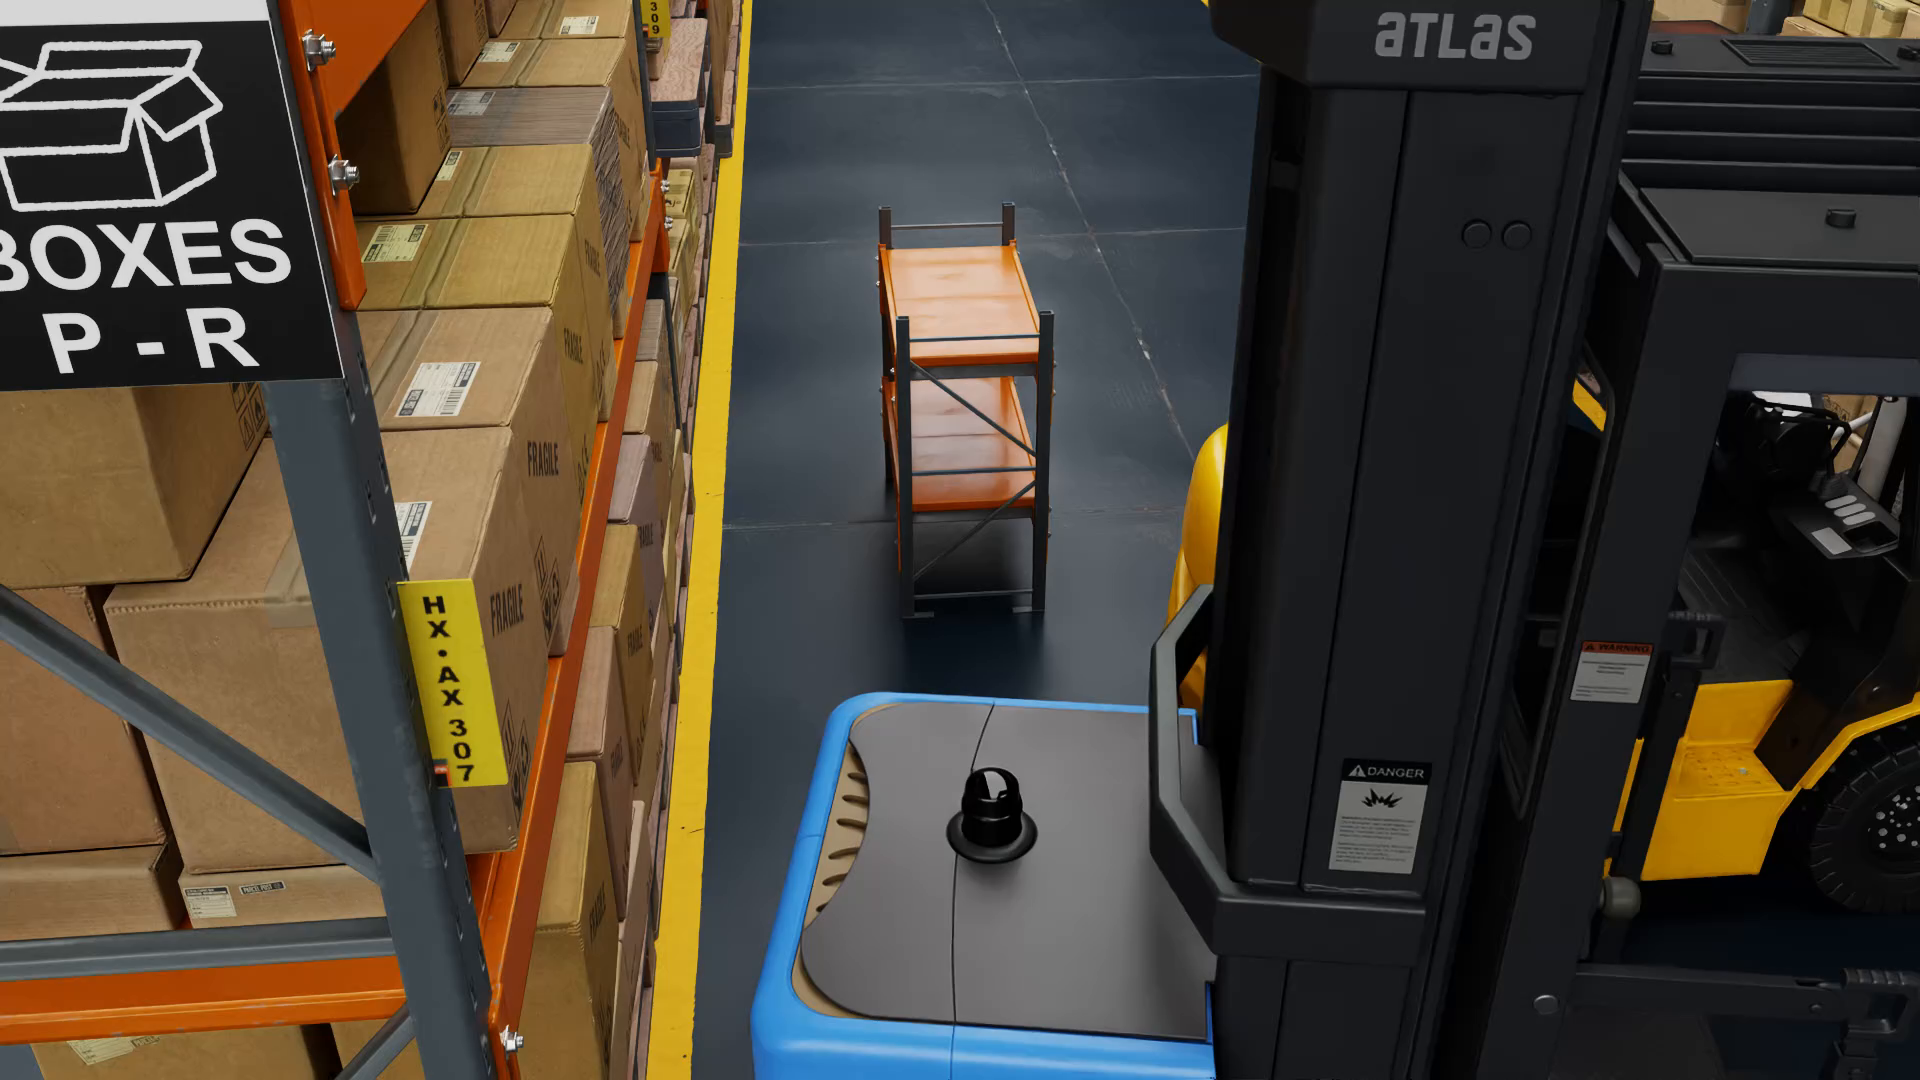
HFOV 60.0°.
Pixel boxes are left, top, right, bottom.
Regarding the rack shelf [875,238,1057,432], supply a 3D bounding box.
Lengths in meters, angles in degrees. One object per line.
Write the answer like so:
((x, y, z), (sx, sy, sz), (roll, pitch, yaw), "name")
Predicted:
((-0.001, -0.738, 5.817), (0.538, 0.278, 1.000), (-3, 31, -5), "rack shelf")

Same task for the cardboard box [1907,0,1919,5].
((3.234, -1.837, 5.380), (0.380, 0.149, 0.250), (-2, 31, -4), "cardboard box")

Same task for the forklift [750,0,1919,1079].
((1.171, 0.300, 2.889), (3.031, 2.935, 1.130), (3, 31, 4), "forklift")

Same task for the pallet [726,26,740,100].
((-2.057, -3.326, 11.612), (1.003, 0.211, 1.213), (-3, 31, -5), "pallet")

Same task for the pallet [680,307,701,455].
((-1.648, -0.654, 7.138), (1.003, 0.211, 1.213), (-3, 31, -5), "pallet")

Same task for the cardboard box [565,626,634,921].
((-1.056, 0.563, 3.922), (0.500, 0.500, 0.500), (-4, 31, -6), "cardboard box")

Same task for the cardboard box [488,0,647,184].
((-1.285, -1.409, 5.296), (0.500, 0.500, 0.500), (-4, 31, -6), "cardboard box")

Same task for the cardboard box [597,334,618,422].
((-1.088, -0.416, 4.266), (0.380, 0.149, 0.250), (-2, 31, -4), "cardboard box")

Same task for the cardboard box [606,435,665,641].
((-1.153, 0.034, 4.808), (0.500, 0.500, 0.500), (-1, 31, -2), "cardboard box")

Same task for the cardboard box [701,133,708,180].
((-1.905, -2.259, 9.259), (0.950, 0.372, 0.625), (-5, 31, -8), "cardboard box")

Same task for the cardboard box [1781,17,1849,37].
((3.149, -1.497, 5.733), (0.500, 0.500, 0.500), (-4, 31, -6), "cardboard box")

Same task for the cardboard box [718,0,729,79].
((-2.009, -3.576, 10.974), (0.875, 0.875, 0.875), (-2, 31, -4), "cardboard box")

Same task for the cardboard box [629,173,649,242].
((-1.210, -1.069, 5.359), (0.380, 0.149, 0.250), (-2, 31, -3), "cardboard box")

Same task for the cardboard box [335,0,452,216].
((-1.563, -1.037, 3.698), (0.700, 0.500, 0.500), (-3, 31, -5), "cardboard box")

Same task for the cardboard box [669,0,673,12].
((-1.379, -2.313, 6.400), (0.500, 0.500, 0.500), (-3, 31, -4), "cardboard box")

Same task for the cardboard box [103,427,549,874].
((-0.968, 0.163, 2.664), (0.500, 0.500, 0.500), (-3, 31, -5), "cardboard box")

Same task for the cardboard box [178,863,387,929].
((-1.026, 0.513, 2.710), (0.380, 0.149, 0.250), (-3, 31, -4), "cardboard box")

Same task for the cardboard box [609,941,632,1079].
((-1.000, 1.164, 3.648), (0.500, 0.250, 0.500), (-3, 31, -5), "cardboard box")

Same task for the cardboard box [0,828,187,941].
((-1.448, 0.516, 2.706), (0.380, 0.149, 0.250), (-2, 31, -3), "cardboard box")

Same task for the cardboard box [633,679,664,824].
((-1.104, 0.625, 4.550), (0.500, 0.250, 0.500), (-1, 31, -1), "cardboard box")

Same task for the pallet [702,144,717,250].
((-1.876, -1.899, 9.224), (1.003, 0.211, 1.213), (-3, 31, -5), "pallet")

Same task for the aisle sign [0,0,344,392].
((-0.886, -0.510, 1.644), (0.394, 0.787, 0.004), (-3, 31, -5), "aisle sign")

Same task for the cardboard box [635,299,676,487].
((-1.251, -0.486, 5.679), (0.500, 0.500, 0.500), (-3, 31, -5), "cardboard box")

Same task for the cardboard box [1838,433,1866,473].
((3.190, -0.131, 5.329), (0.500, 0.250, 0.500), (-3, 31, -5), "cardboard box")

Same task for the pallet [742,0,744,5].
((-2.314, -4.732, 13.967), (1.003, 0.211, 1.213), (-3, 31, -5), "pallet")

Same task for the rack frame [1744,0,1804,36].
((3.368, -1.693, 6.159), (1.000, 3.000, 0.127), (-3, 31, -5), "rack frame")

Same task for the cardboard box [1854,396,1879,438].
((3.196, -0.345, 5.199), (0.500, 0.250, 0.500), (-2, 31, -3), "cardboard box")

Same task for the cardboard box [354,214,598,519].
((-1.069, -0.361, 3.542), (0.500, 0.500, 0.500), (-3, 31, -6), "cardboard box")

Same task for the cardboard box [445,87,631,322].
((-1.177, -0.882, 4.414), (0.500, 0.500, 0.500), (-2, 31, -3), "cardboard box")

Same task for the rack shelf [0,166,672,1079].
((-1.387, -0.123, 4.233), (1.077, 0.370, 4.000), (-3, 31, -5), "rack shelf")

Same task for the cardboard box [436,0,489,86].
((-1.723, -1.556, 4.568), (0.700, 0.500, 0.500), (-3, 31, -4), "cardboard box")

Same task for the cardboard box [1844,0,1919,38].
((3.161, -1.707, 5.452), (0.380, 0.149, 0.250), (-2, 31, -3), "cardboard box")

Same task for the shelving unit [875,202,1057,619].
((-0.001, -0.486, 5.967), (0.538, 1.125, 1.048), (-3, 31, -5), "shelving unit")

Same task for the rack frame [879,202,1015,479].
((-0.048, -0.746, 6.402), (0.500, 1.125, 0.032), (-3, 31, -5), "rack frame")

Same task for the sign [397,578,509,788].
((-0.660, 0.191, 2.160), (0.100, 0.325, 0.005), (-3, 31, -5), "sign")

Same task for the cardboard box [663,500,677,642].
((-1.191, 0.107, 5.417), (0.500, 0.250, 0.500), (-4, 31, -6), "cardboard box")

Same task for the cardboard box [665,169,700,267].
((-1.763, -1.495, 7.981), (0.950, 0.372, 0.625), (-2, 31, -3), "cardboard box")

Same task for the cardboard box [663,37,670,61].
((-1.325, -1.951, 6.426), (0.380, 0.149, 0.250), (-2, 31, -4), "cardboard box")

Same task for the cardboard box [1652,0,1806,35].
((3.067, -2.082, 6.469), (0.500, 0.250, 0.500), (-3, 31, -6), "cardboard box")

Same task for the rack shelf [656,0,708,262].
((-1.761, -2.165, 7.652), (1.077, 0.370, 4.000), (-3, 31, -5), "rack shelf")

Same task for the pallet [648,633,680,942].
((-1.359, 0.709, 4.856), (1.003, 0.211, 1.213), (-3, 31, -5), "pallet")

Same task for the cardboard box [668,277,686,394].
((-1.625, -0.773, 6.772), (0.950, 0.372, 0.625), (-2, 31, -4), "cardboard box")

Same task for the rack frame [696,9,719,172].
((-1.948, -3.495, 9.177), (1.000, 3.000, 0.127), (-3, 31, -5), "rack frame")

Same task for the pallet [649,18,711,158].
((-1.500, -1.768, 6.472), (1.003, 0.211, 1.213), (-3, 31, -5), "pallet")
